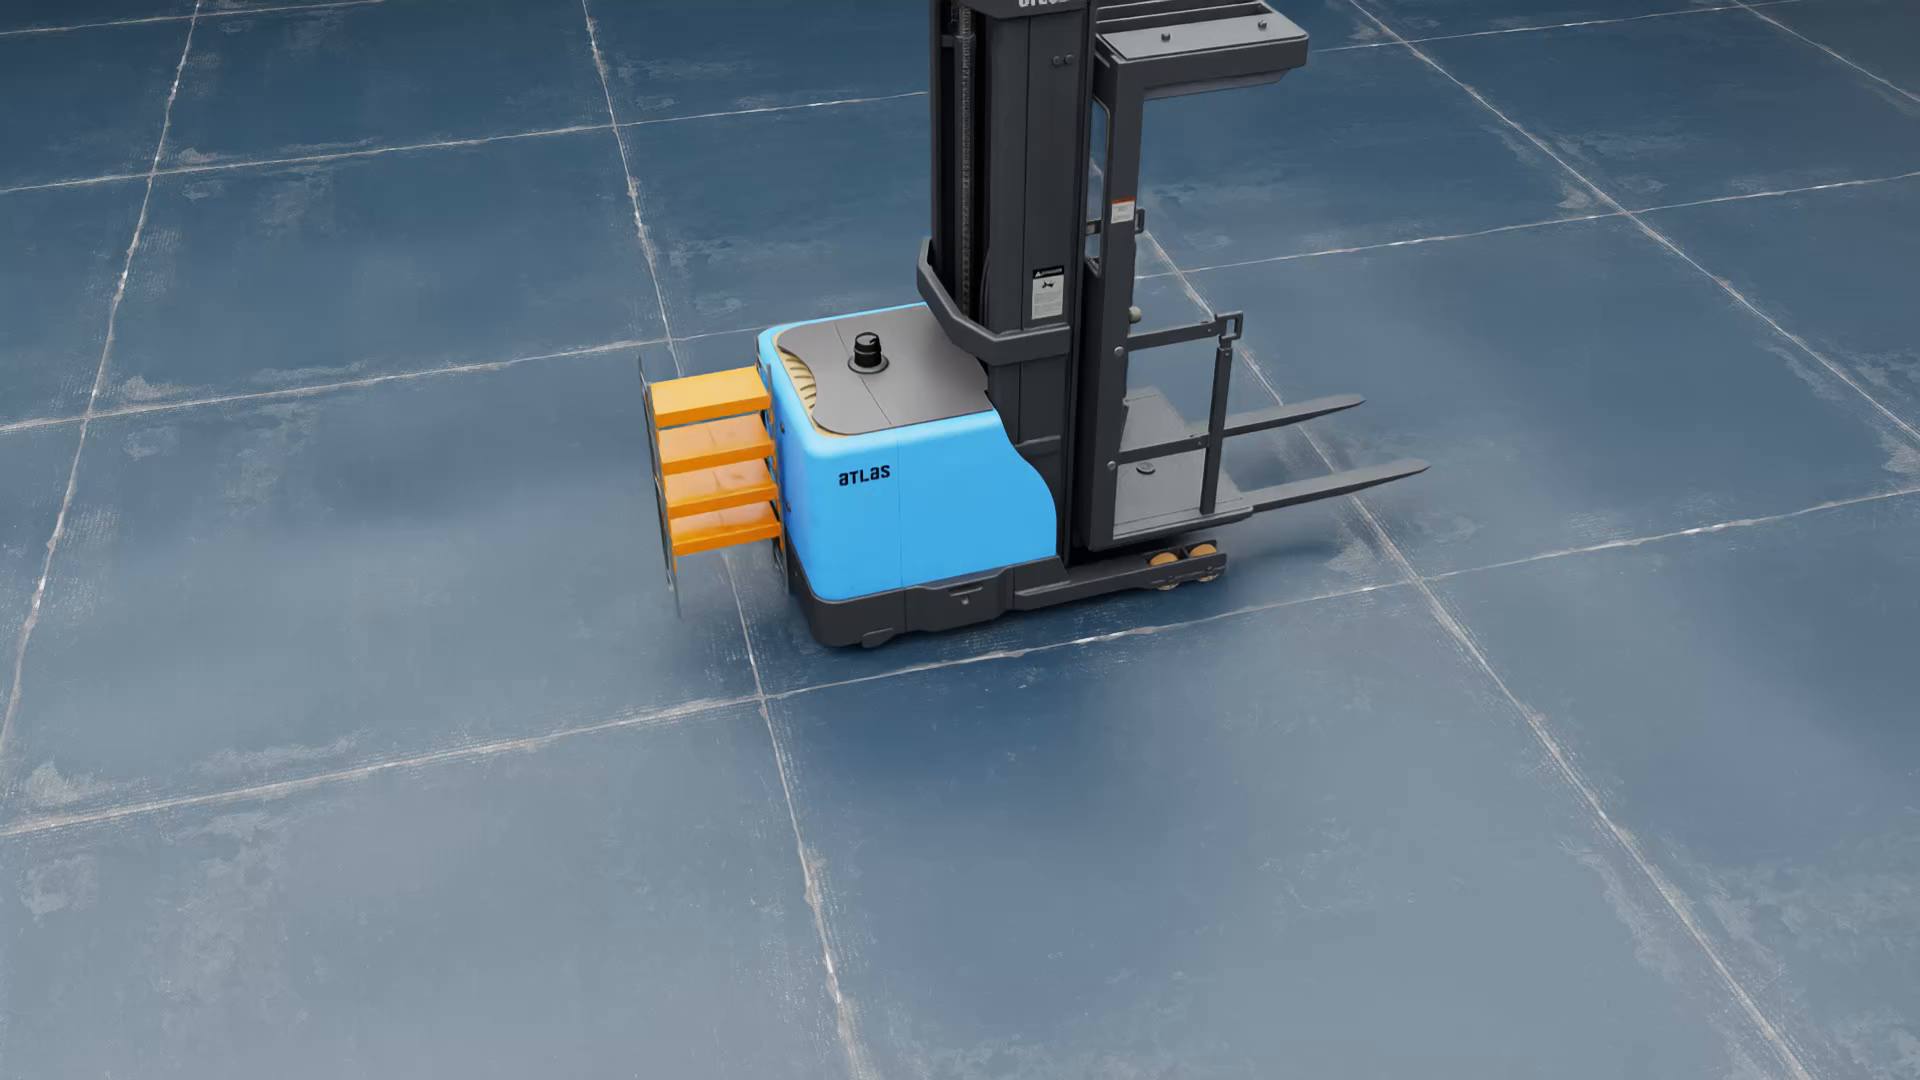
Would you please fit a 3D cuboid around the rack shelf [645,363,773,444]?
[{"bbox_3d":[-1.038,-0.565,6.854,0.480,0.148,0.258,-12,39,-15],"label":"rack shelf"}]

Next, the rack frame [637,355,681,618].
[{"bbox_3d":[-1.269,-0.205,7.031,0.015,1.200,0.240,-12,39,-15],"label":"rack frame"}]

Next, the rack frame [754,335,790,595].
[{"bbox_3d":[-0.807,-0.300,7.154,0.015,1.200,0.240,-12,39,-15],"label":"rack frame"}]

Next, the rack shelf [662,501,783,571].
[{"bbox_3d":[-1.038,-0.041,7.254,0.480,0.148,0.258,-12,39,-15],"label":"rack shelf"}]

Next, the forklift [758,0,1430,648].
[{"bbox_3d":[0.678,-1.233,6.949,3.031,2.935,1.130,-12,39,-15],"label":"forklift"}]

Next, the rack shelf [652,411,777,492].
[{"bbox_3d":[-1.038,-0.377,6.998,0.480,0.148,0.258,-12,39,-15],"label":"rack shelf"}]

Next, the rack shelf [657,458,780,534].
[{"bbox_3d":[-1.038,-0.199,7.133,0.480,0.148,0.258,-12,39,-15],"label":"rack shelf"}]

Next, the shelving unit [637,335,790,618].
[{"bbox_3d":[-1.038,-0.253,7.093,0.503,1.200,0.258,-12,39,-15],"label":"shelving unit"}]
